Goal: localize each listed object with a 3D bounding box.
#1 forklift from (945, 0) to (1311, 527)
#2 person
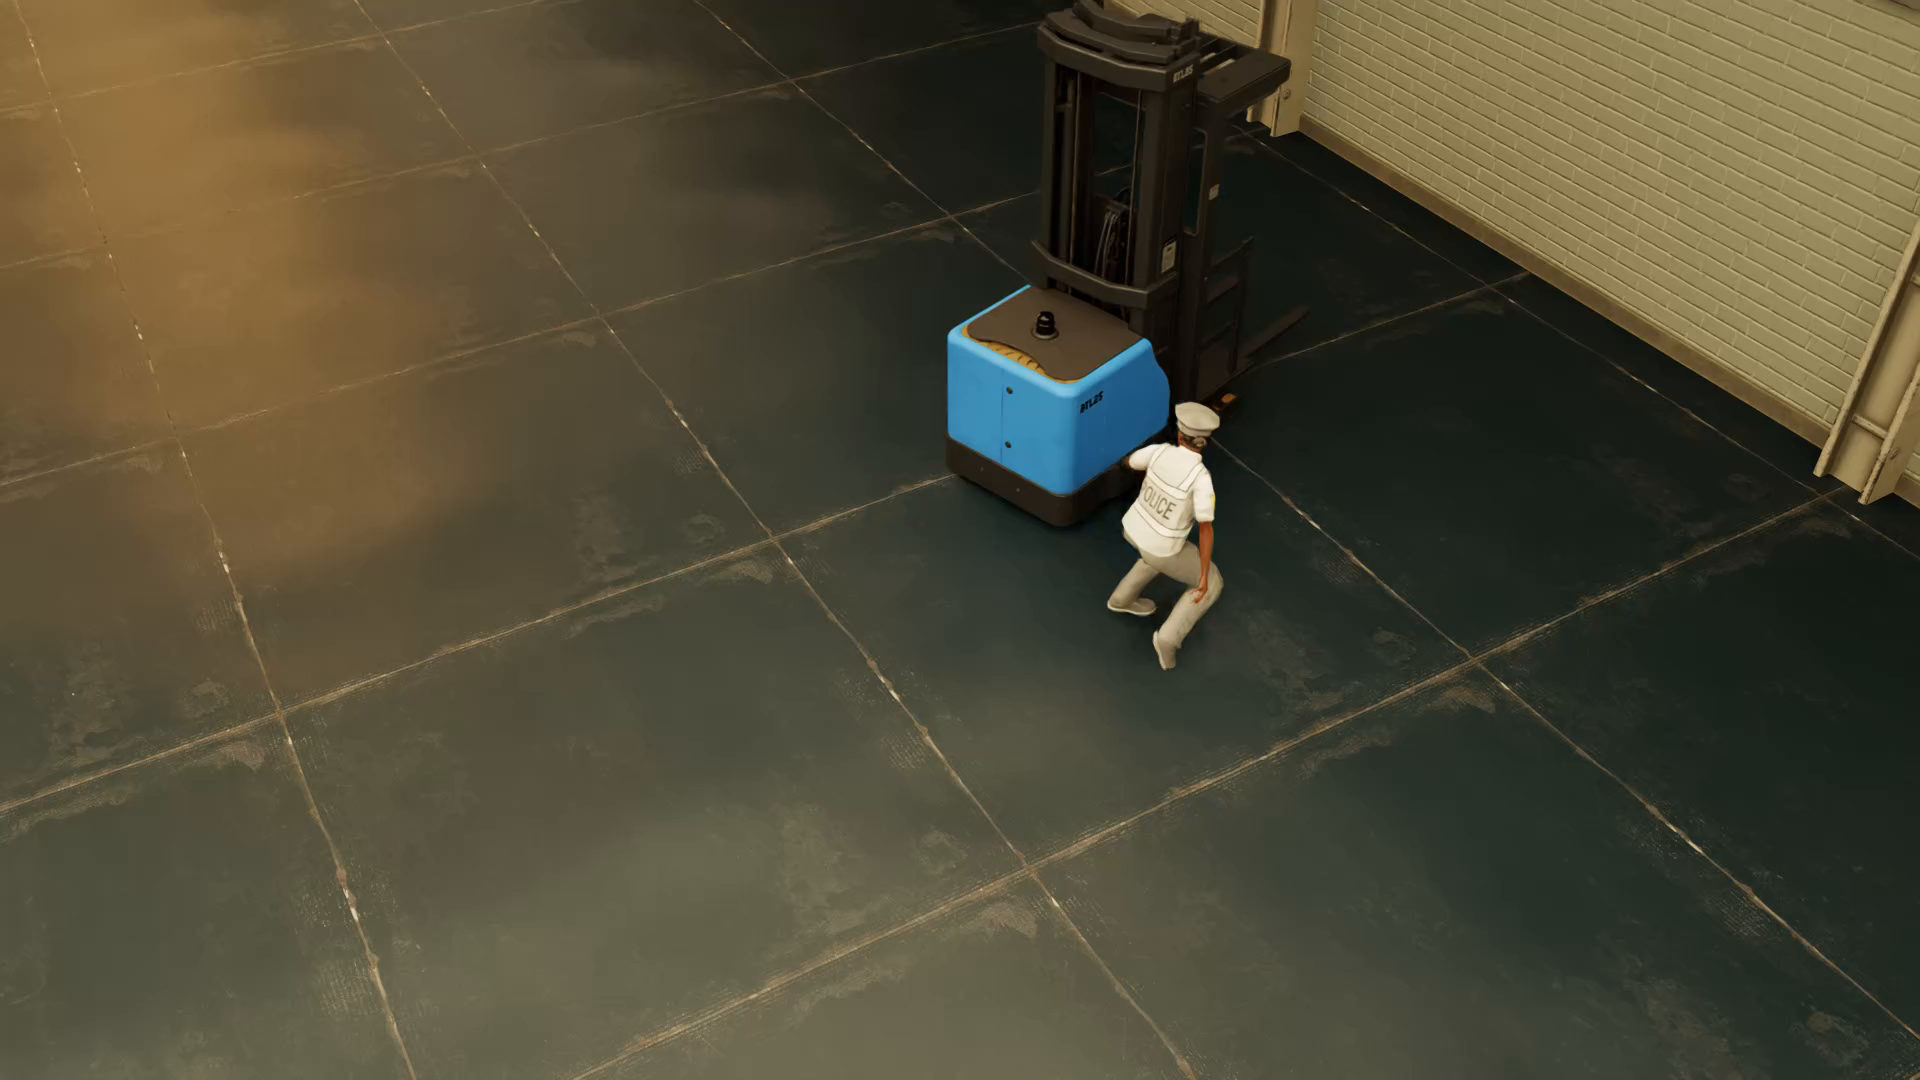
[{"bbox_3d":[1.272,-2.066,10.527,1.130,2.935,3.031,30,48,31],"label":"forklift"},{"bbox_3d":[1.191,-0.001,9.222,0.505,1.542,0.916,-20,44,-23],"label":"person"}]
